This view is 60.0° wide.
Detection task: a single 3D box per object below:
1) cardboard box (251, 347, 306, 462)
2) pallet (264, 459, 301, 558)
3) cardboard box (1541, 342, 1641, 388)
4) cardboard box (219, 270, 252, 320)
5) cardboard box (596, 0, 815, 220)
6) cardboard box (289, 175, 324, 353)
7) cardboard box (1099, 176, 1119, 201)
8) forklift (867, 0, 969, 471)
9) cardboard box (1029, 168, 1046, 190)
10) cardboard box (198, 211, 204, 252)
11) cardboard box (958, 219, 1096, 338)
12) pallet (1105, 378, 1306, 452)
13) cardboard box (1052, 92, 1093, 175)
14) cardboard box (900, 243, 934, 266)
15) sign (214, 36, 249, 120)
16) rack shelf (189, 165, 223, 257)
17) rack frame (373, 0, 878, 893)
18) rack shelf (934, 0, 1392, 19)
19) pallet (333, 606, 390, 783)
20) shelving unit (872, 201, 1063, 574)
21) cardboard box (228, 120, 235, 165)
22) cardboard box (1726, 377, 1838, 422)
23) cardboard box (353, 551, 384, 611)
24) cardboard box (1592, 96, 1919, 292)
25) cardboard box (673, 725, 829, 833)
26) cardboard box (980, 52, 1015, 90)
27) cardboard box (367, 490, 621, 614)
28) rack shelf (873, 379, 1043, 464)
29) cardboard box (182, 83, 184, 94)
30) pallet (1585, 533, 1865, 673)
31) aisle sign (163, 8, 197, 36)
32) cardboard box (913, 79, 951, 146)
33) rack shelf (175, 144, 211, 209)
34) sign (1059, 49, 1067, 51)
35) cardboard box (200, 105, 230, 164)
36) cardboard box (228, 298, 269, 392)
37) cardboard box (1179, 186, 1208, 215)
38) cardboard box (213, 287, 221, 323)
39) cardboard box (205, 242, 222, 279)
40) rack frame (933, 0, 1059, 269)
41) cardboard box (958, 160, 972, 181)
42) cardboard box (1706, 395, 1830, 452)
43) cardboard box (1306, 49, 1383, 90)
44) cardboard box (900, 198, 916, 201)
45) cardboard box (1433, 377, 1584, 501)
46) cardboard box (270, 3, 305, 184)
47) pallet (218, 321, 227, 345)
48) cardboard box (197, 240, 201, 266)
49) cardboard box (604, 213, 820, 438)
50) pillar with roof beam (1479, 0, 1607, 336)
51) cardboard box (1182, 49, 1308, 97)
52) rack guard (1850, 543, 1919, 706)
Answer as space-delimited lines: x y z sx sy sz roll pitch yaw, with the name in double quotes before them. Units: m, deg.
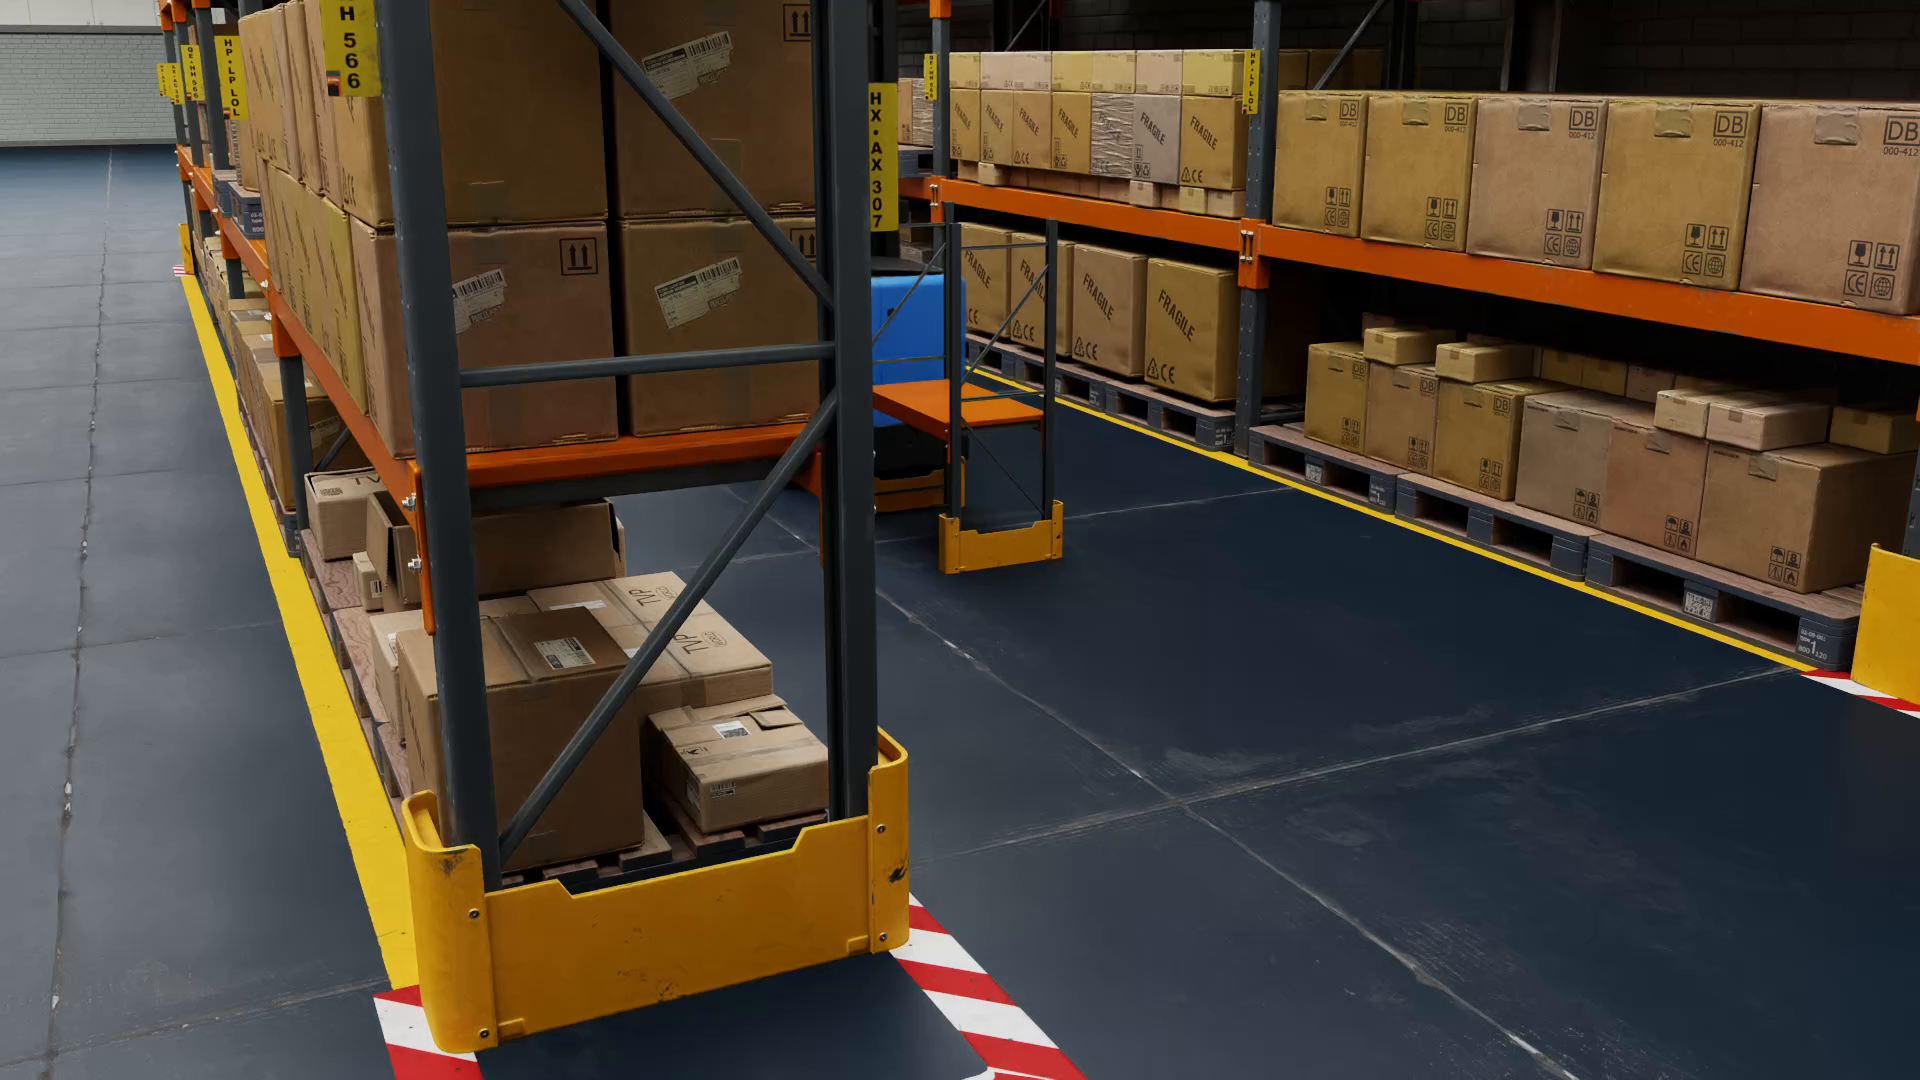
"cardboard box" -3.328 -0.714 8.535 0.500 0.500 0.500 -7 18 -24
"pallet" -2.817 -0.225 8.152 1.003 0.211 1.213 -8 18 -25
"cardboard box" 2.948 -0.820 7.764 0.380 0.149 0.250 -8 18 -26
"cardboard box" -4.863 -1.738 11.576 0.500 0.311 0.500 -8 18 -26
"cardboard box" -0.631 -1.047 3.967 0.500 0.500 0.500 -7 17 -23
"cardboard box" -1.780 -0.880 5.199 0.500 0.500 0.500 -8 18 -26
"cardboard box" 1.105 -2.227 10.491 0.380 0.149 0.250 -8 18 -26
"forklift" -0.994 -2.091 9.723 1.130 2.935 3.031 -7 17 -22
"cardboard box" 0.694 -2.488 11.403 0.380 0.149 0.250 -7 18 -24
"cardboard box" -6.762 -2.930 15.387 0.500 0.500 0.500 -8 18 -25
"cardboard box" 0.477 -1.930 12.174 0.750 0.750 0.750 -8 18 -26
"pallet" 1.619 -0.810 10.189 1.003 0.211 1.213 -8 18 -25
"cardboard box" 0.928 -2.627 10.709 0.500 0.500 0.500 -7 17 -23
"cardboard box" -0.090 -2.142 13.510 0.700 0.500 0.500 -7 18 -24
"sign" -2.924 -1.857 6.684 0.100 0.325 0.005 -8 18 -25
"rack shelf" -5.055 -2.510 12.364 1.077 0.370 4.000 -8 18 -25
"rack frame" -0.674 -0.376 3.624 1.000 3.000 0.127 -8 18 -25
"rack shelf" 1.149 -3.560 10.583 1.077 0.370 4.000 -8 18 -25
"pallet" -1.588 0.446 5.816 1.003 0.211 1.213 -8 18 -25
"shelving unit" -0.033 -0.740 7.610 0.587 1.500 1.083 -8 18 -25
"cardboard box" -5.159 -2.953 12.421 0.500 0.500 0.500 -8 18 -25
"cardboard box" 3.393 -0.568 6.887 0.380 0.149 0.250 -8 18 -25
"cardboard box" -2.049 0.126 6.214 0.380 0.166 0.250 -8 18 -25
"cardboard box" 3.216 -1.424 6.733 0.980 0.700 0.700 -8 18 -25
"cardboard box" -0.548 0.637 4.464 0.380 0.149 0.250 -8 18 -25
"cardboard box" 0.476 -3.244 11.500 0.500 0.250 0.500 -8 18 -26
"cardboard box" -1.599 0.085 5.743 0.797 0.503 0.637 -8 18 -25
"rack shelf" -0.037 -0.569 7.667 0.538 0.185 1.000 -8 18 -25
"cardboard box" -7.587 -4.515 16.689 0.380 0.149 0.250 -8 18 -26
"pallet" 3.357 0.176 6.756 1.003 0.211 1.213 -8 18 -25
"aisle sign" -7.988 -5.573 17.019 0.394 0.787 0.004 -8 18 -25
"cardboard box" 0.058 -3.334 12.953 0.700 0.500 0.500 -10 19 -31
"rack shelf" -6.807 -3.502 15.820 1.077 0.370 4.000 -8 18 -25
"sign" 0.770 -3.584 12.703 0.100 0.325 0.005 -8 18 -25
"cardboard box" -6.131 -3.509 14.360 0.700 0.500 0.500 -8 18 -26
"cardboard box" -4.236 -1.223 10.307 0.500 0.500 0.500 -7 17 -23
"cardboard box" 1.491 -1.966 9.583 0.380 0.149 0.250 -7 18 -24
"cardboard box" -5.525 -1.847 12.973 0.500 0.250 0.500 -8 18 -27
"cardboard box" -5.759 -2.244 13.340 0.500 0.311 0.500 -8 18 -26
"rack frame" 0.273 -2.960 12.626 1.000 3.000 0.127 -8 18 -25
"cardboard box" 0.209 -2.739 12.276 0.380 0.149 0.250 -8 18 -26
"cardboard box" 3.161 -0.459 6.508 0.380 0.149 0.250 -8 18 -26
"cardboard box" 2.058 -2.674 9.516 0.500 0.250 0.500 -7 17 -23
"cardboard box" -0.715 -2.904 14.807 0.500 0.250 0.500 -8 18 -26
"cardboard box" 2.700 -0.518 7.887 0.700 0.500 0.500 -7 18 -24
"cardboard box" -1.795 -1.363 5.067 0.500 0.500 0.500 -7 17 -23
"pallet" -5.573 -1.834 13.758 1.003 0.211 1.213 -8 18 -25
"cardboard box" -7.207 -2.817 16.351 0.500 0.250 0.500 -8 18 -25
"cardboard box" -0.631 -0.566 4.105 0.500 0.500 0.500 -7 18 -24
"pillar with roof beam" -0.761 -4.262 6.289 9.100 9.000 0.400 -8 18 -25
"cardboard box" 1.590 -2.614 9.305 0.500 0.250 0.500 -7 18 -24
"rack guard" 3.788 0.231 6.038 1.175 0.500 0.348 -8 18 -25
